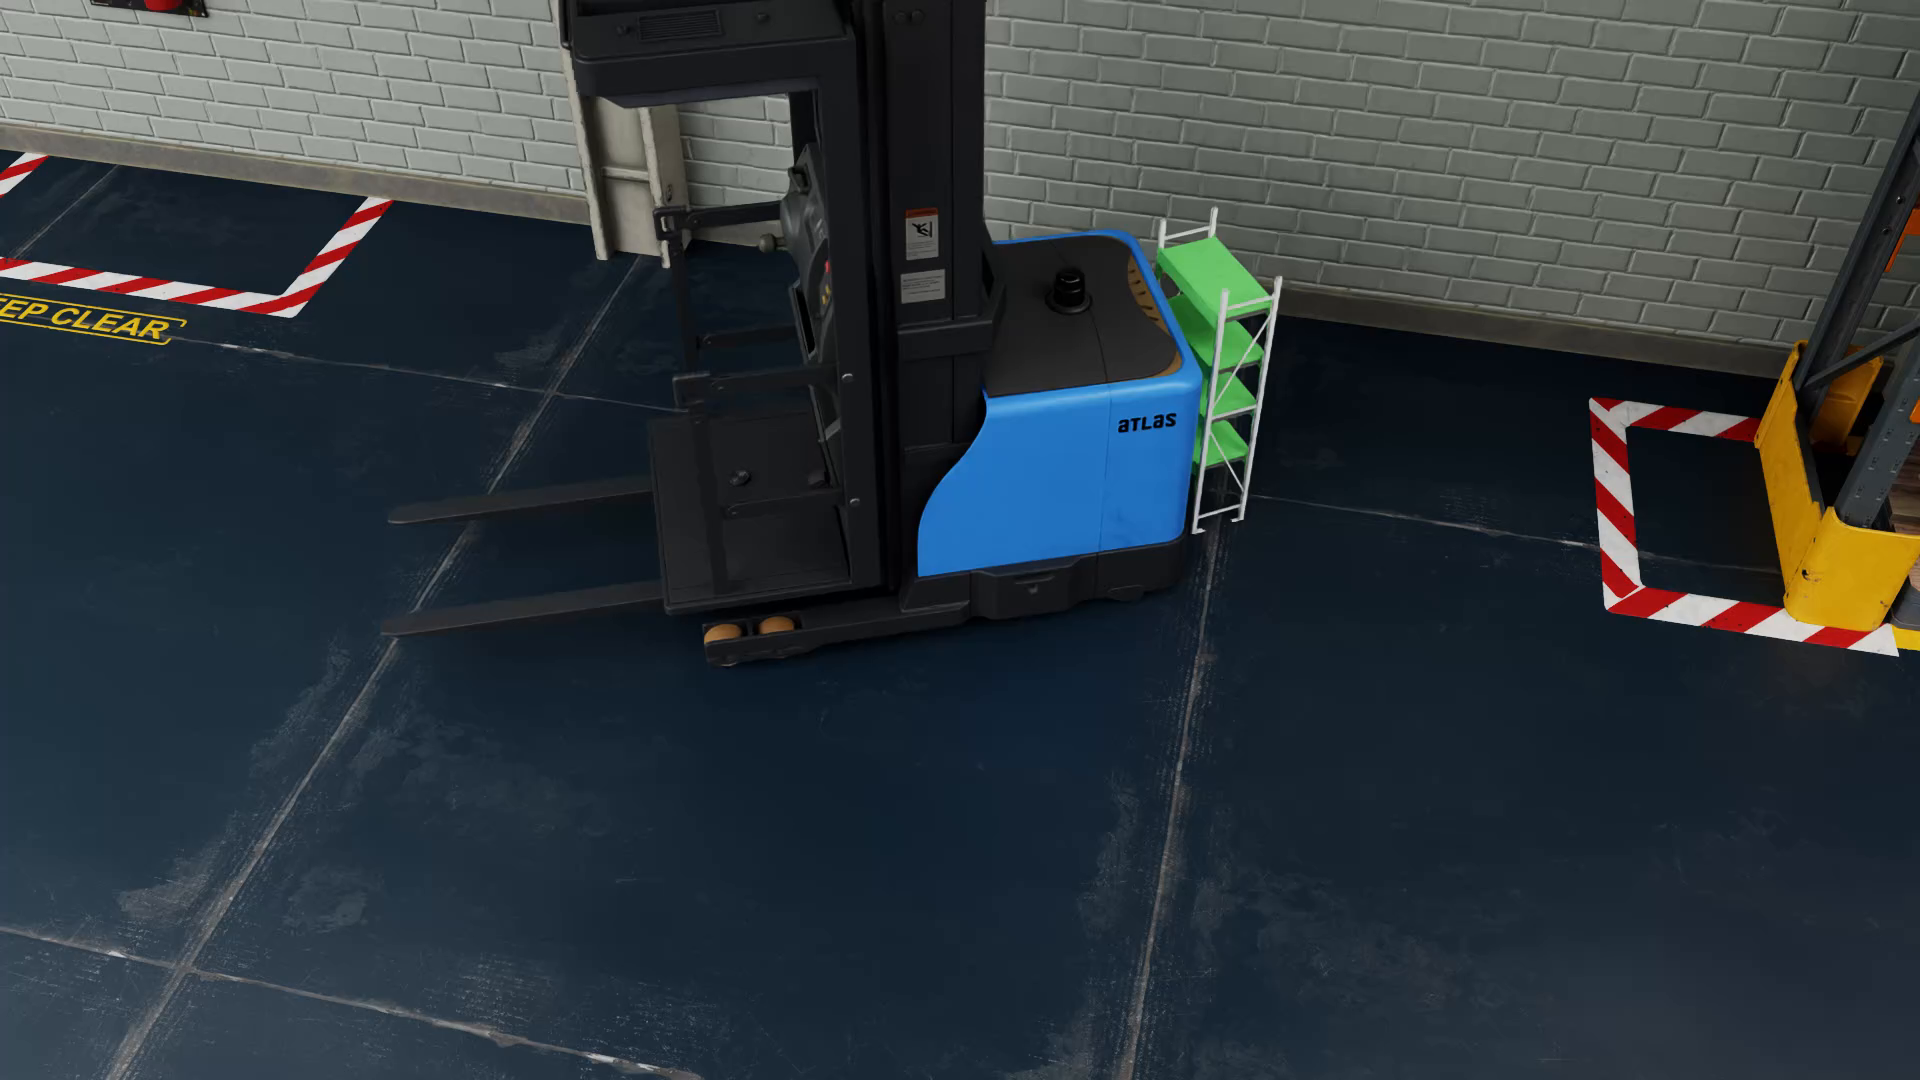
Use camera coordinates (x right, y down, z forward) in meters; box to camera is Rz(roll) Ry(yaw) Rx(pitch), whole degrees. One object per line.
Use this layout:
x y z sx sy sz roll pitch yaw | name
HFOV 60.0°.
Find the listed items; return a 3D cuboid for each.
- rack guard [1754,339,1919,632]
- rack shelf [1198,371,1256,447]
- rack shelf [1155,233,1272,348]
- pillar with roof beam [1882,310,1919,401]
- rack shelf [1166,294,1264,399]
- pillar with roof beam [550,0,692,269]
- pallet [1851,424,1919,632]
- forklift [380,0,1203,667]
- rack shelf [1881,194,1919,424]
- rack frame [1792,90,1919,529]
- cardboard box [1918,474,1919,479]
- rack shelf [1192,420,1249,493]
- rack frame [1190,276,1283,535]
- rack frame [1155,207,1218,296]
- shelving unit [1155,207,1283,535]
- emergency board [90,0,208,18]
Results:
3.495 -0.239 6.638 0.348 0.500 1.175 9 45 9 | rack guard
0.960 -0.599 6.600 0.258 0.148 0.480 -16 46 -16 | rack shelf
0.960 -0.945 6.267 0.258 0.148 0.480 -16 46 -16 | rack shelf
3.353 -0.879 1.174 0.400 9.000 9.100 9 45 9 | pillar with roof beam
0.960 -0.772 6.433 0.258 0.148 0.480 -16 46 -16 | rack shelf
-2.503 -1.787 2.118 0.400 9.000 9.100 9 45 9 | pillar with roof beam
4.280 0.012 6.585 1.213 0.211 1.003 9 45 9 | pallet
-0.698 -0.981 5.656 3.031 2.935 1.130 -8 44 -8 | forklift
5.372 -0.589 5.718 4.000 0.370 1.077 9 45 9 | rack shelf
3.421 -1.151 5.783 0.127 3.000 1.000 9 45 9 | rack frame
4.076 -0.175 6.391 0.500 0.311 0.500 4 44 4 | cardboard box
0.960 -0.427 6.766 0.258 0.148 0.480 -16 46 -16 | rack shelf
1.051 -0.489 6.392 0.240 1.200 0.015 -16 46 -16 | rack frame
0.868 -0.802 6.718 0.240 1.200 0.015 -16 46 -16 | rack frame
0.960 -0.646 6.555 0.258 1.200 0.503 -16 46 -16 | shelving unit
-3.966 -2.939 7.641 0.643 1.169 0.194 9 45 9 | emergency board
